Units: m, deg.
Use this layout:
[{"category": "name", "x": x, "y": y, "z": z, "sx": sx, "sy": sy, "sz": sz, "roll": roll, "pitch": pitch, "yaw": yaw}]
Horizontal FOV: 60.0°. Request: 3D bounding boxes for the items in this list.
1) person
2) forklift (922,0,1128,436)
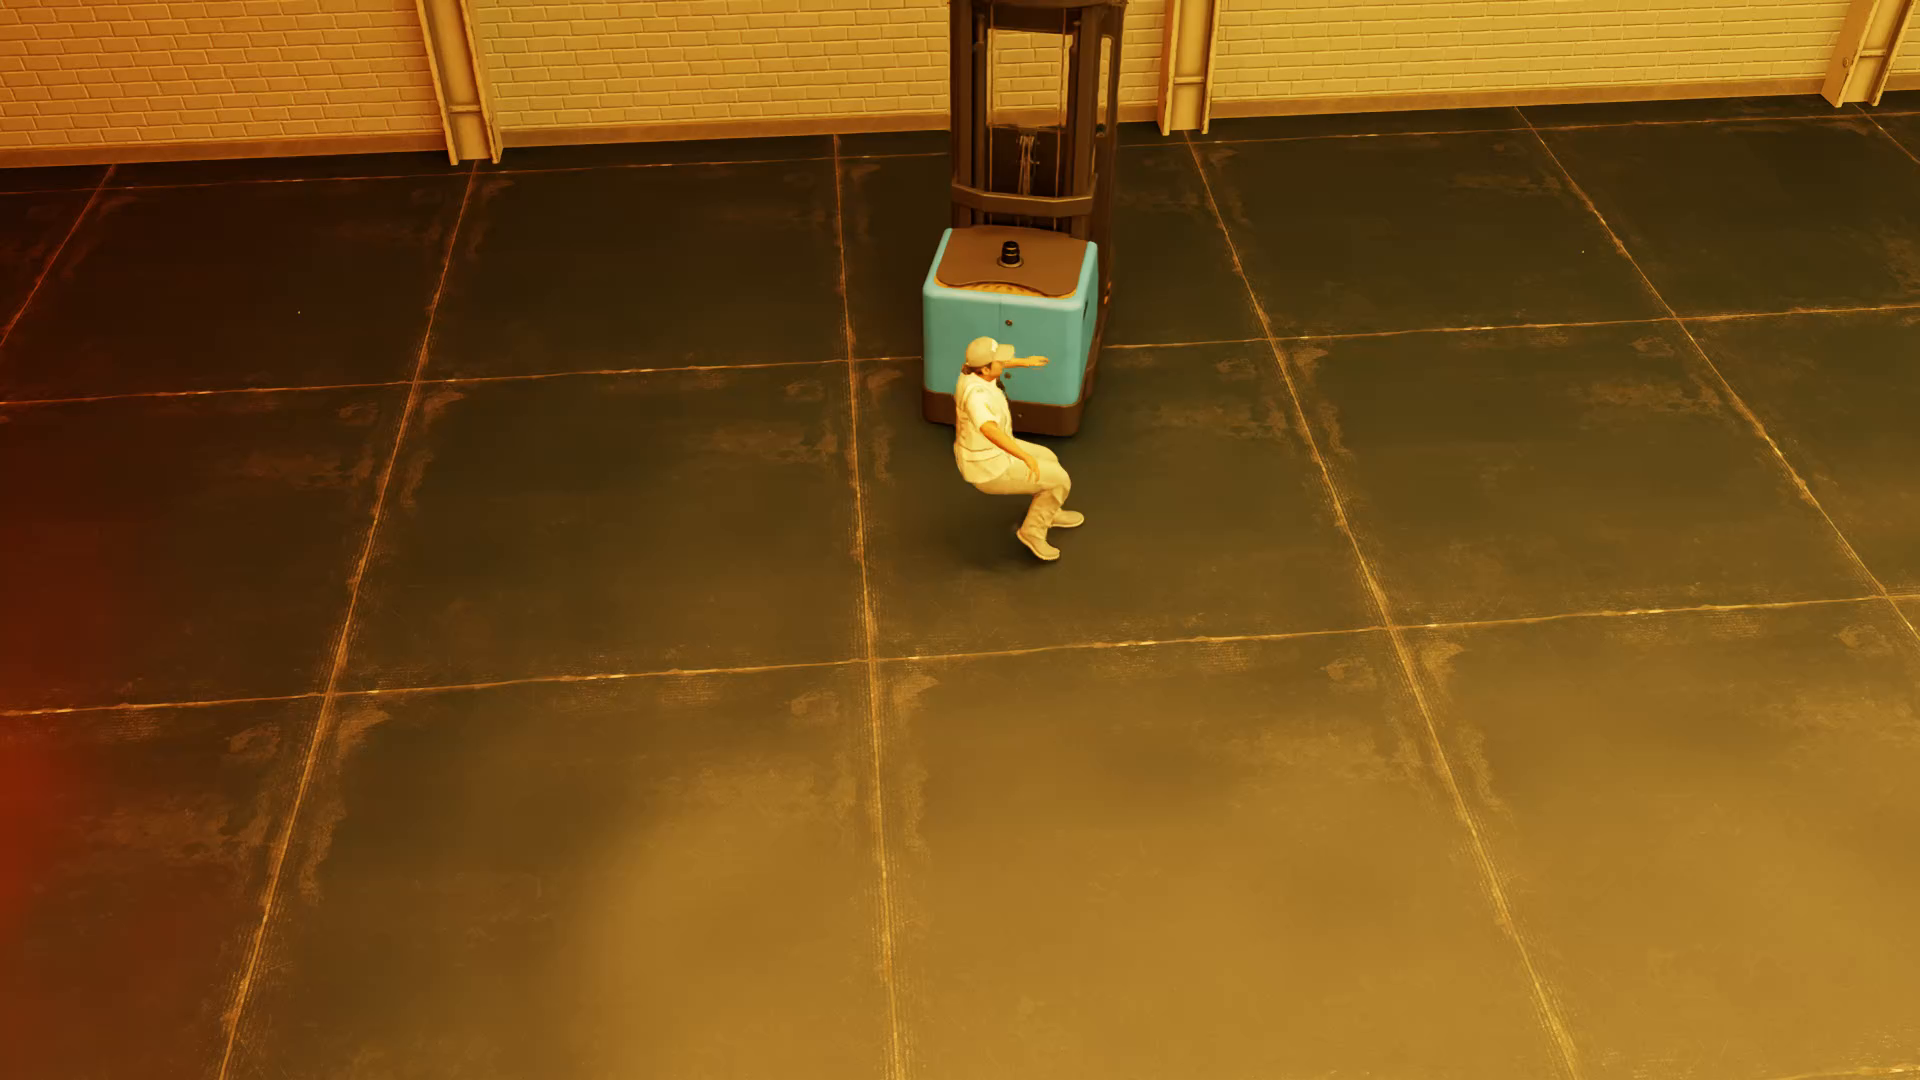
[{"category": "person", "x": 0.382, "y": -0.555, "z": 9.727, "sx": 0.822, "sy": 1.437, "sz": 0.995, "roll": -10, "pitch": 42, "yaw": -12}, {"category": "forklift", "x": 0.524, "y": -2.754, "z": 11.158, "sx": 1.130, "sy": 2.935, "sz": 3.031, "roll": 7, "pitch": 41, "yaw": 8}]
